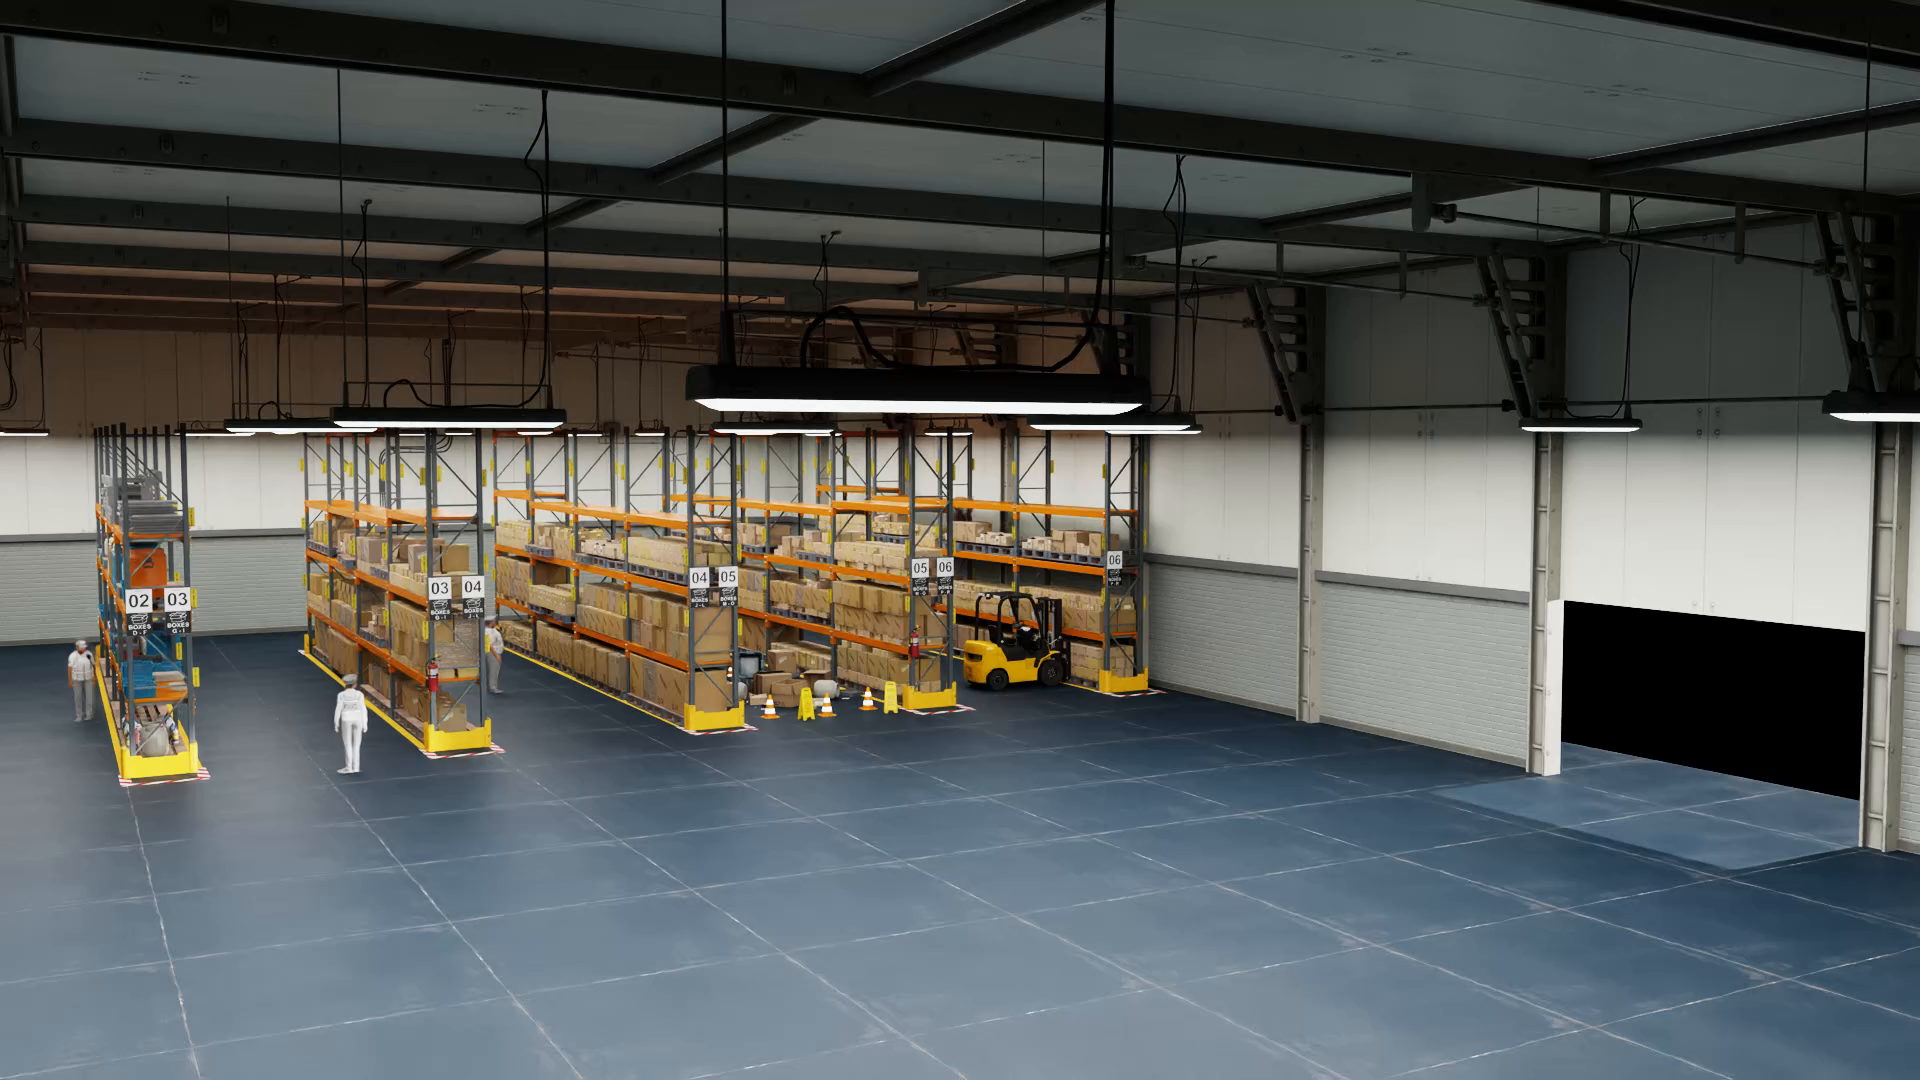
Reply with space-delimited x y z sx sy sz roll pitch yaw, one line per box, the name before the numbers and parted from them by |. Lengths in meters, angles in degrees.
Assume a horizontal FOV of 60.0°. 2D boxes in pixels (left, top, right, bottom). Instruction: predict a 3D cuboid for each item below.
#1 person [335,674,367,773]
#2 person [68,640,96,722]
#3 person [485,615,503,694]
person | -10.454 3.158 28.547 0.532 1.702 0.373 -1 4 -17
person | -17.861 2.853 33.844 0.513 1.673 0.476 -3 4 -36
person | -10.537 2.595 37.662 0.420 1.800 0.681 0 3 -5
